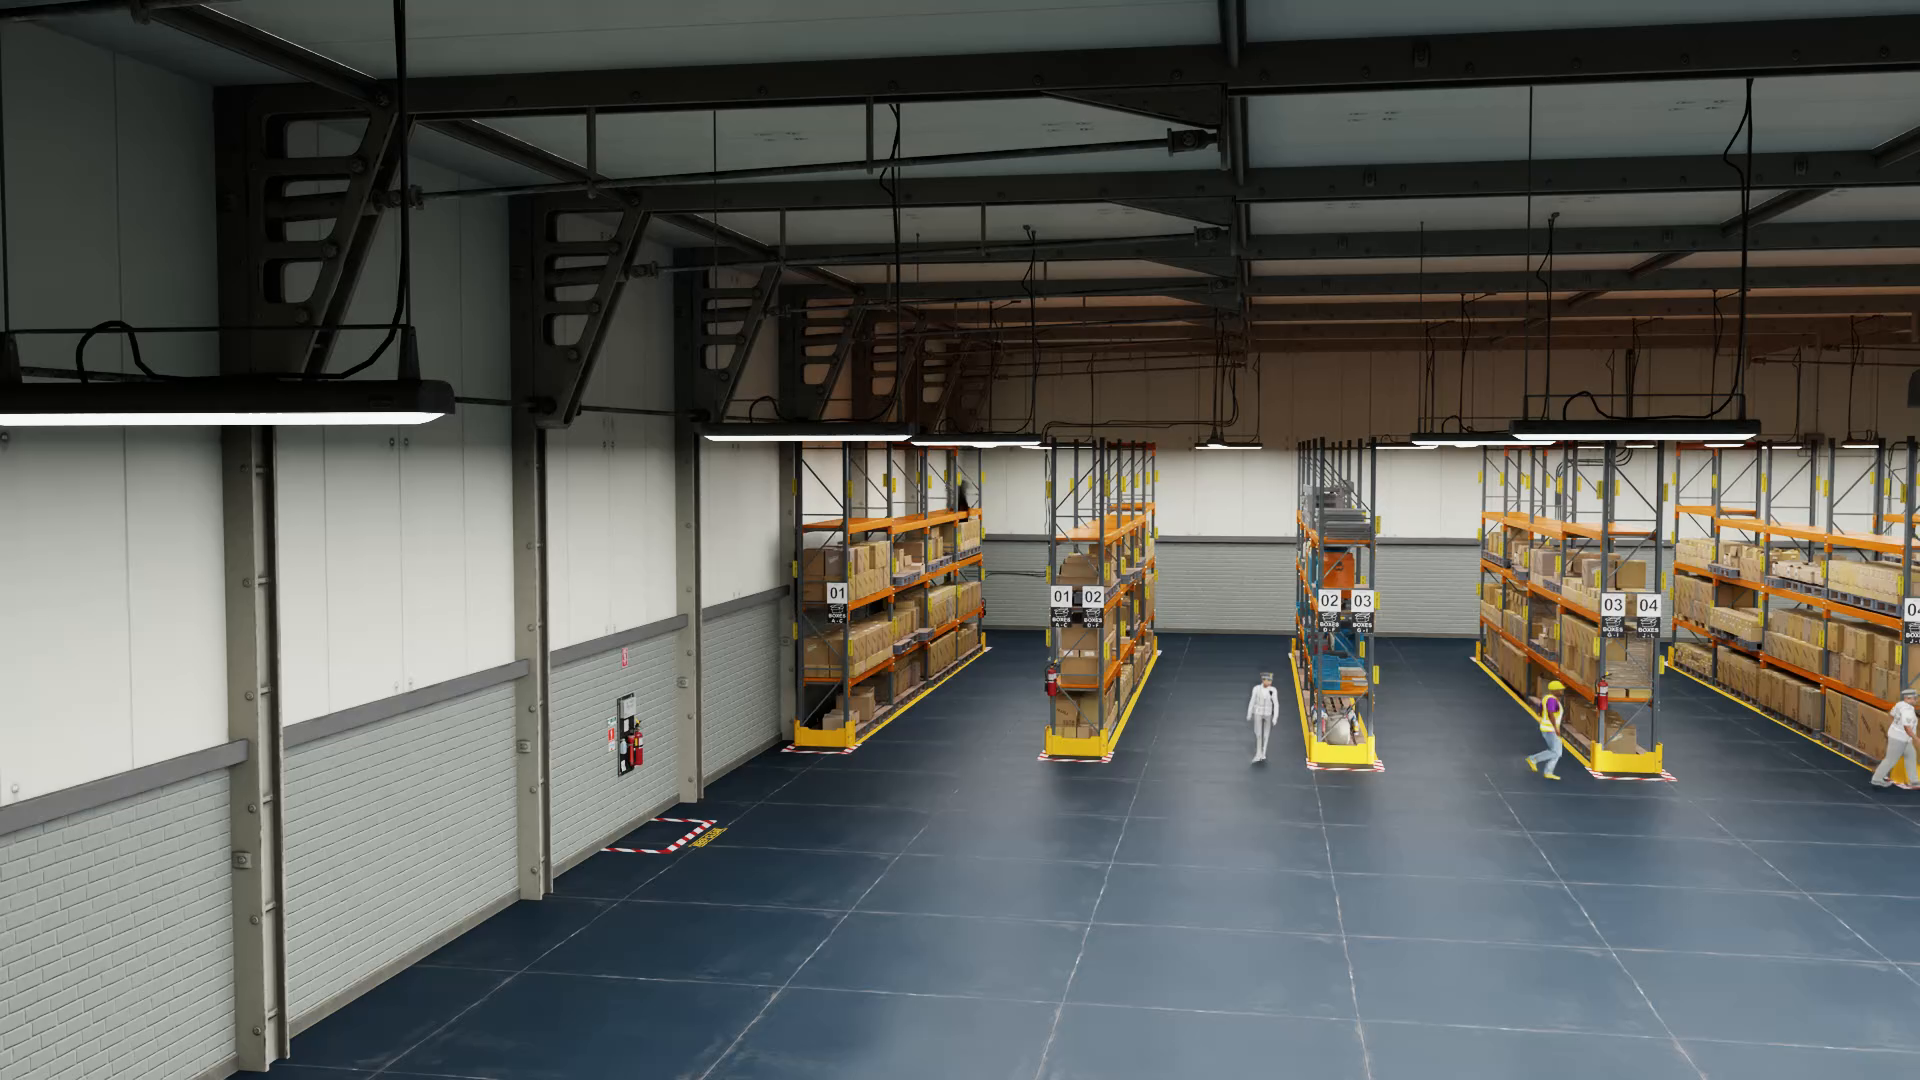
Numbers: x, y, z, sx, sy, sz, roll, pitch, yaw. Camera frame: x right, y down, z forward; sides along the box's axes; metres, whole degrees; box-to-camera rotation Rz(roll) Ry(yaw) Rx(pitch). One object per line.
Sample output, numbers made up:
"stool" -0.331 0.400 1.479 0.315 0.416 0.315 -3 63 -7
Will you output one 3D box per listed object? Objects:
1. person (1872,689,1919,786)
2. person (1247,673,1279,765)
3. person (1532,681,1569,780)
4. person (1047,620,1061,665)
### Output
"person" 15.942 3.339 28.025 0.945 1.701 0.618 2 3 27
"person" 5.611 3.286 30.731 0.556 1.685 0.635 0 3 -1
"person" 10.328 3.333 29.106 0.587 1.726 0.766 1 3 20
"person" 2.628 2.557 44.793 0.688 1.586 0.665 1 3 22
